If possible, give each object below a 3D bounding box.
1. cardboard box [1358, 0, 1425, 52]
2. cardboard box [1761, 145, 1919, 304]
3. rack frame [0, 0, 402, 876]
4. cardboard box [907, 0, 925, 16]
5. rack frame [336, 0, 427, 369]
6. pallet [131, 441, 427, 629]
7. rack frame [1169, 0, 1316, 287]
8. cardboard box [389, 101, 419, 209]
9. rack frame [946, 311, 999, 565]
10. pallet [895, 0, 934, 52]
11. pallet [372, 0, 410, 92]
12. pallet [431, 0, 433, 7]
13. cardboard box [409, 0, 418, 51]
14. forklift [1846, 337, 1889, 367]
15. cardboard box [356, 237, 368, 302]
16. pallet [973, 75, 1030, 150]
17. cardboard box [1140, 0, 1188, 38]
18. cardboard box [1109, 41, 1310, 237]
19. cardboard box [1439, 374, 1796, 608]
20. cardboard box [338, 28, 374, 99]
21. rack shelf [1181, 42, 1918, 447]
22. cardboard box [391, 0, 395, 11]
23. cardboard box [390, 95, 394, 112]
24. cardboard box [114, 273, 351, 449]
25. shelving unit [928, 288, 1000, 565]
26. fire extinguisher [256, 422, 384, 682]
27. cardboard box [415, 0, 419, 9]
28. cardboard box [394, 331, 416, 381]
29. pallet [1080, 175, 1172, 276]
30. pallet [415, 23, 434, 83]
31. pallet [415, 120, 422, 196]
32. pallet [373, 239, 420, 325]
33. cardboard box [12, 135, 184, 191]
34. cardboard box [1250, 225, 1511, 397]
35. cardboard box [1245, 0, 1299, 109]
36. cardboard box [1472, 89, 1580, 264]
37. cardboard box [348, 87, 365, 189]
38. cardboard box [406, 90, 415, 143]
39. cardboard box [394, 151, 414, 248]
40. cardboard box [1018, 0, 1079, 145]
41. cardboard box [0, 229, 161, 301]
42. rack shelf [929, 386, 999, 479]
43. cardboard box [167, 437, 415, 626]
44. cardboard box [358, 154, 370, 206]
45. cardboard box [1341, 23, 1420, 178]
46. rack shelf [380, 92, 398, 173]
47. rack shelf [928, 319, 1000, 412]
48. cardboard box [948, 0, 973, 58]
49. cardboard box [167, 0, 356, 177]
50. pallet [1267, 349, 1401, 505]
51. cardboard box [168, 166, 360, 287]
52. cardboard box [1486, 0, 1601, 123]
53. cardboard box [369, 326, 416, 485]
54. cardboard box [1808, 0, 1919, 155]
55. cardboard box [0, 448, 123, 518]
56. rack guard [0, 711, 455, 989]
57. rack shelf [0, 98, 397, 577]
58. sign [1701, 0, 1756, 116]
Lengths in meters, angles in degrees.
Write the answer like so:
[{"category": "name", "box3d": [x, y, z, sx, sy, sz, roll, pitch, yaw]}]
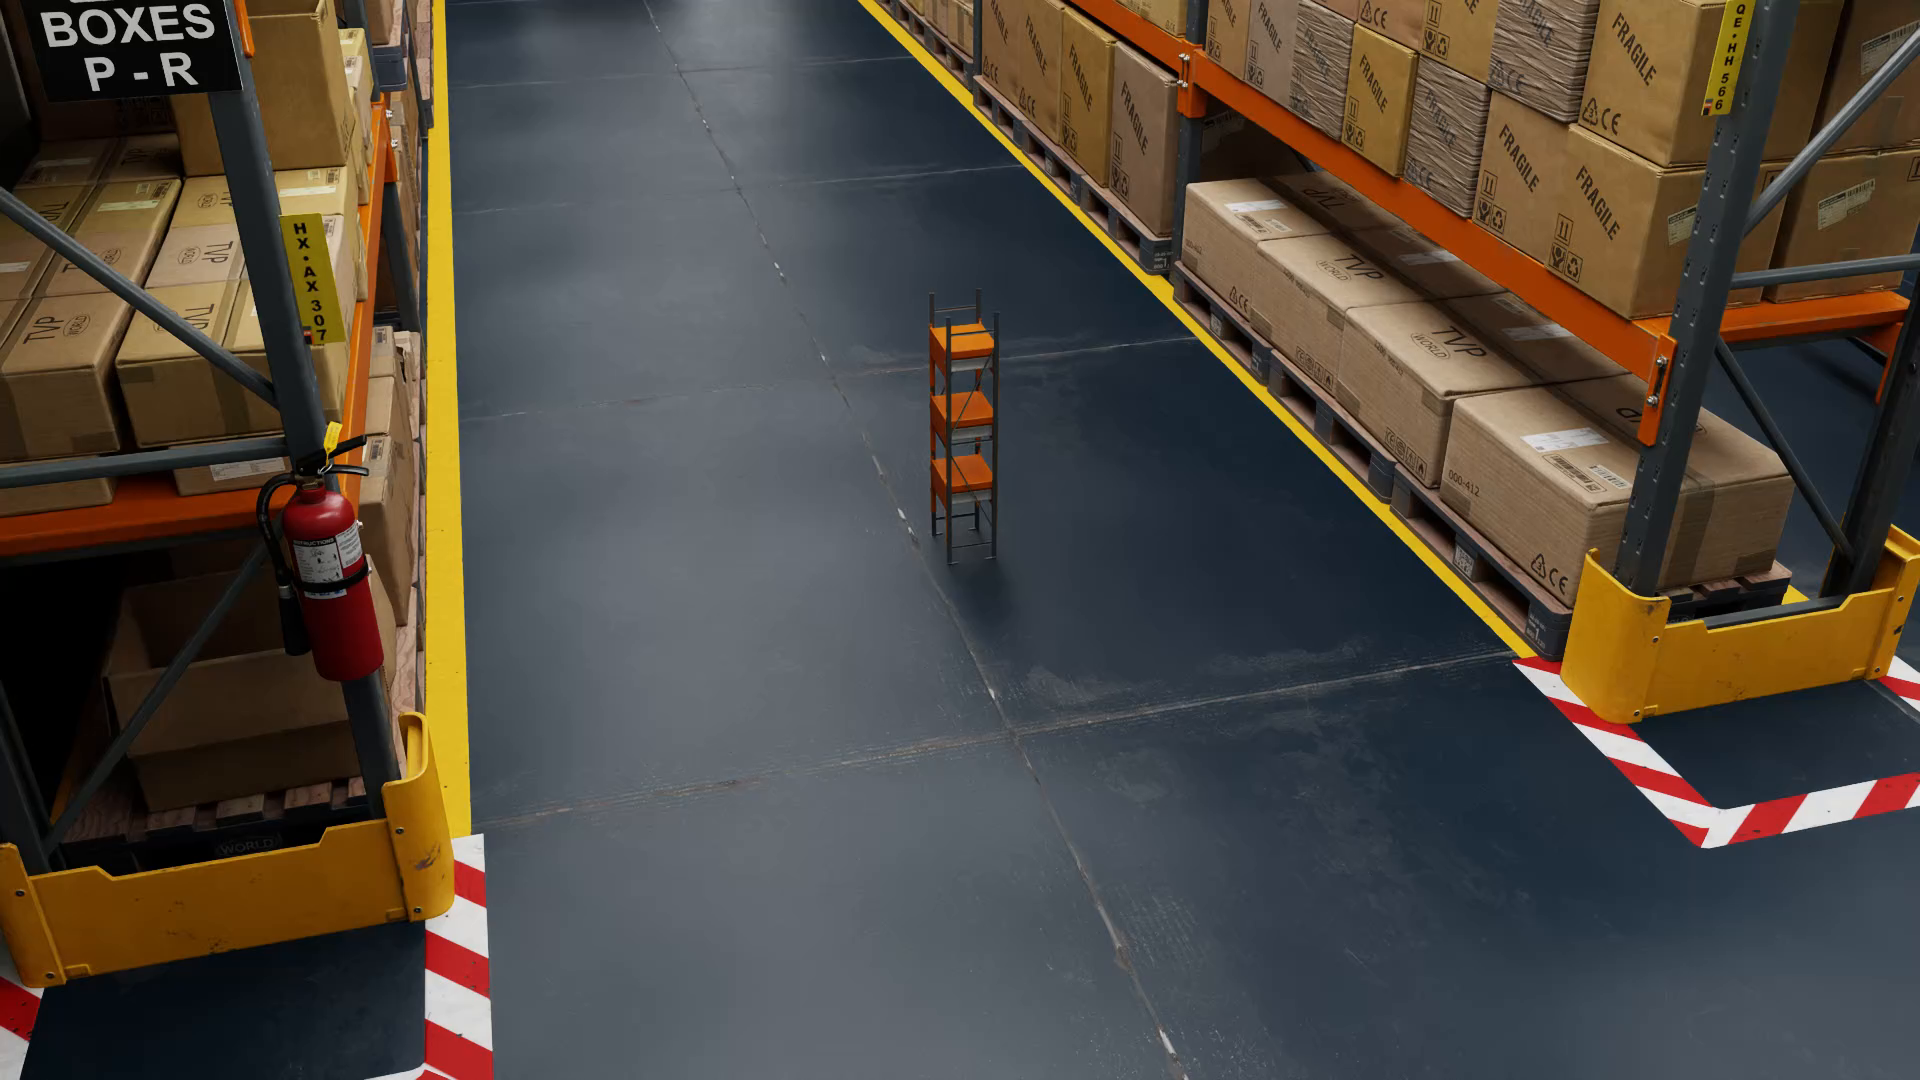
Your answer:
[{"category": "cardboard box", "box3d": [1.933, -2.242, 6.532, 0.500, 0.500, 0.500, -8, 31, -14]}, {"category": "cardboard box", "box3d": [2.867, -1.148, 5.639, 0.500, 0.500, 0.500, -8, 31, -14]}, {"category": "rack frame", "box3d": [-2.067, -0.173, 4.054, 1.000, 3.000, 0.127, -8, 31, -13]}, {"category": "cardboard box", "box3d": [0.054, -4.739, 14.147, 0.950, 0.372, 0.625, -7, 31, -12]}, {"category": "rack frame", "box3d": [-3.129, -2.104, 7.391, 1.000, 3.000, 0.127, -8, 31, -13]}, {"category": "pallet", "box3d": [-2.620, 0.025, 6.497, 1.003, 0.211, 1.213, -8, 31, -13]}, {"category": "rack frame", "box3d": [1.656, -2.766, 8.535, 1.000, 3.000, 0.127, -8, 31, -13]}, {"category": "cardboard box", "box3d": [-3.451, -2.217, 9.662, 0.500, 0.500, 0.500, -9, 31, -15]}, {"category": "rack frame", "box3d": [0.047, -0.370, 6.341, 0.200, 1.050, 0.008, -8, 31, -13]}, {"category": "pallet", "box3d": [0.068, -4.457, 14.240, 1.003, 0.211, 1.213, -8, 31, -13]}, {"category": "pallet", "box3d": [-3.236, -2.422, 8.131, 1.003, 0.211, 1.213, -8, 31, -13]}, {"category": "pallet", "box3d": [-5.423, -5.151, 15.439, 1.003, 0.211, 1.213, -8, 31, -13]}, {"category": "cardboard box", "box3d": [-4.703, -4.133, 12.848, 0.875, 0.625, 0.625, -9, 31, -15]}, {"category": "forklift", "box3d": [4.857, -1.449, 6.328, 1.130, 2.935, 3.031, -5, 30, -9]}, {"category": "cardboard box", "box3d": [-2.184, -0.888, 5.540, 0.380, 0.149, 0.250, -9, 31, -15]}, {"category": "pallet", "box3d": [0.731, -3.100, 11.896, 1.003, 0.211, 1.213, -8, 31, -13]}, {"category": "cardboard box", "box3d": [1.294, -2.884, 8.889, 0.500, 0.250, 0.500, -9, 31, -14]}, {"category": "cardboard box", "box3d": [1.414, -2.317, 9.461, 0.875, 0.875, 0.875, -7, 31, -12]}, {"category": "cardboard box", "box3d": [2.446, -0.213, 6.261, 0.875, 0.438, 0.875, -9, 31, -15]}, {"category": "cardboard box", "box3d": [-2.759, -1.955, 6.986, 0.500, 0.250, 0.500, -7, 31, -12]}, {"category": "rack shelf", "box3d": [2.187, -1.489, 7.046, 1.077, 0.370, 4.000, -8, 31, -13]}, {"category": "cardboard box", "box3d": [-3.179, -2.843, 8.148, 0.700, 0.500, 0.500, -8, 31, -13]}, {"category": "cardboard box", "box3d": [-3.490, -2.568, 9.621, 0.380, 0.149, 0.250, -9, 31, -16]}, {"category": "cardboard box", "box3d": [-1.928, -0.491, 4.457, 0.500, 0.250, 0.500, -8, 31, -13]}, {"category": "shelving unit", "box3d": [0.014, -0.429, 6.442, 0.215, 1.050, 0.252, -8, 31, -13]}, {"category": "fire extinguisher", "box3d": [-1.583, 0.032, 4.150, 0.296, 0.674, 0.183, -8, 31, -13]}, {"category": "cardboard box", "box3d": [-5.103, -4.872, 14.124, 0.875, 0.625, 0.625, -6, 31, -11]}, {"category": "cardboard box", "box3d": [-2.698, -0.822, 7.603, 0.380, 0.149, 0.250, -9, 31, -15]}, {"category": "pallet", "box3d": [1.378, -1.922, 9.860, 1.003, 0.211, 1.213, -8, 31, -13]}, {"category": "pallet", "box3d": [-4.692, -3.820, 13.140, 1.003, 0.211, 1.213, -8, 31, -13]}, {"category": "pallet", "box3d": [-4.029, -2.464, 10.796, 1.003, 0.211, 1.213, -8, 31, -13]}, {"category": "pallet", "box3d": [-3.381, -1.285, 8.760, 1.003, 0.211, 1.213, -8, 31, -13]}, {"category": "cardboard box", "box3d": [-2.846, -1.165, 5.621, 0.500, 0.250, 0.500, -8, 31, -13]}, {"category": "cardboard box", "box3d": [1.957, -1.089, 7.776, 0.875, 0.438, 0.875, -9, 31, -15]}, {"category": "cardboard box", "box3d": [1.658, -2.304, 7.637, 0.500, 0.500, 0.500, -8, 31, -13]}, {"category": "cardboard box", "box3d": [2.216, -1.320, 5.936, 0.500, 0.500, 0.500, -8, 31, -14]}, {"category": "cardboard box", "box3d": [-2.492, -1.472, 6.152, 0.500, 0.250, 0.500, -8, 31, -14]}, {"category": "cardboard box", "box3d": [-3.748, -2.718, 10.527, 0.500, 0.500, 0.500, -8, 31, -14]}, {"category": "cardboard box", "box3d": [-3.191, -1.724, 8.810, 0.500, 0.500, 0.500, -8, 31, -14]}, {"category": "cardboard box", "box3d": [0.930, -3.184, 10.959, 0.875, 0.875, 0.875, -7, 31, -13]}, {"category": "cardboard box", "box3d": [-2.581, -0.672, 4.770, 0.500, 0.250, 0.500, -8, 31, -13]}, {"category": "rack shelf", "box3d": [0.014, -0.419, 6.448, 0.215, 0.259, 0.240, -8, 31, -13]}, {"category": "cardboard box", "box3d": [-2.328, 0.002, 5.829, 0.700, 0.500, 0.500, -7, 31, -11]}, {"category": "cardboard box", "box3d": [-2.480, -1.380, 6.391, 0.380, 0.149, 0.250, -8, 31, -14]}, {"category": "cardboard box", "box3d": [1.920, -1.815, 6.791, 0.500, 0.500, 0.500, -7, 31, -12]}, {"category": "rack shelf", "box3d": [-3.660, -2.759, 9.241, 1.077, 0.370, 4.000, -8, 31, -13]}, {"category": "rack shelf", "box3d": [0.014, -0.665, 6.305, 0.215, 0.259, 0.240, -8, 31, -13]}, {"category": "cardboard box", "box3d": [0.454, -4.017, 12.899, 0.950, 0.372, 0.625, -10, 32, -17]}, {"category": "cardboard box", "box3d": [-2.326, -1.540, 5.521, 0.500, 0.500, 0.500, -7, 31, -12]}, {"category": "pallet", "box3d": [2.110, -0.591, 7.561, 1.003, 0.211, 1.213, -8, 31, -13]}, {"category": "cardboard box", "box3d": [-2.200, -0.979, 5.300, 0.500, 0.250, 0.500, -8, 31, -14]}, {"category": "cardboard box", "box3d": [2.193, -1.760, 5.699, 0.500, 0.500, 0.500, -8, 31, -13]}, {"category": "cardboard box", "box3d": [-2.603, -0.500, 6.695, 0.700, 0.500, 0.500, -9, 31, -15]}, {"category": "cardboard box", "box3d": [2.865, -1.580, 5.388, 0.500, 0.500, 0.500, -9, 31, -14]}, {"category": "cardboard box", "box3d": [-2.414, -0.188, 4.332, 0.380, 0.149, 0.250, -8, 31, -14]}, {"category": "rack guard", "box3d": [-2.087, 0.873, 4.743, 1.175, 0.500, 0.348, -8, 31, -13]}, {"category": "rack shelf", "box3d": [-2.598, -0.827, 5.903, 1.077, 0.370, 4.000, -8, 31, -13]}, {"category": "sign", "box3d": [2.191, -1.373, 4.735, 0.100, 0.325, 0.005, -8, 31, -13]}]
